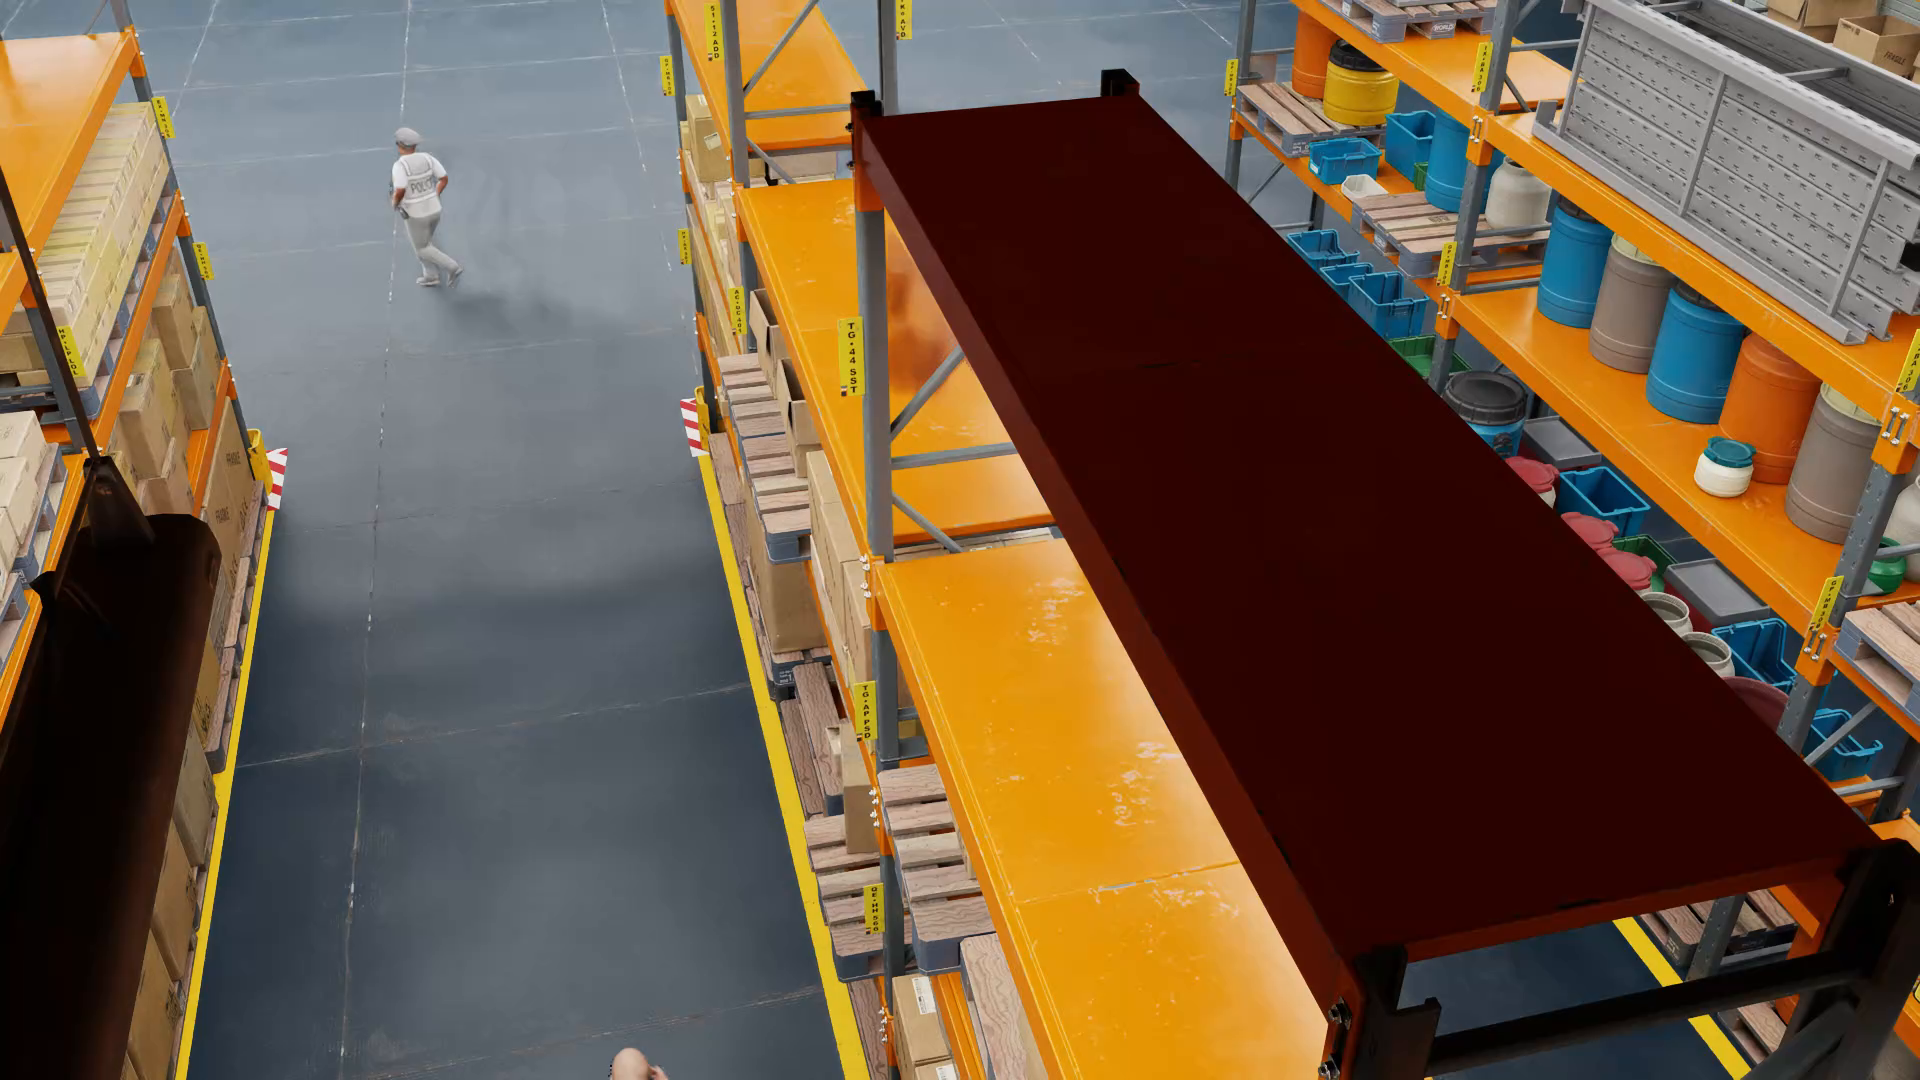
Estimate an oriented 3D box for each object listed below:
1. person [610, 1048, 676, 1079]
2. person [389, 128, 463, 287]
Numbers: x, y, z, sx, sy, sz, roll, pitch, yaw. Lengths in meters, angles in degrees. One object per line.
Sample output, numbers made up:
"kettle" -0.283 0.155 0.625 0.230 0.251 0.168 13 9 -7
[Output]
"person" -1.489 3.096 8.035 0.687 1.831 0.822 -8 35 -12
"person" -5.635 -3.438 17.562 0.805 1.796 0.661 17 38 24
